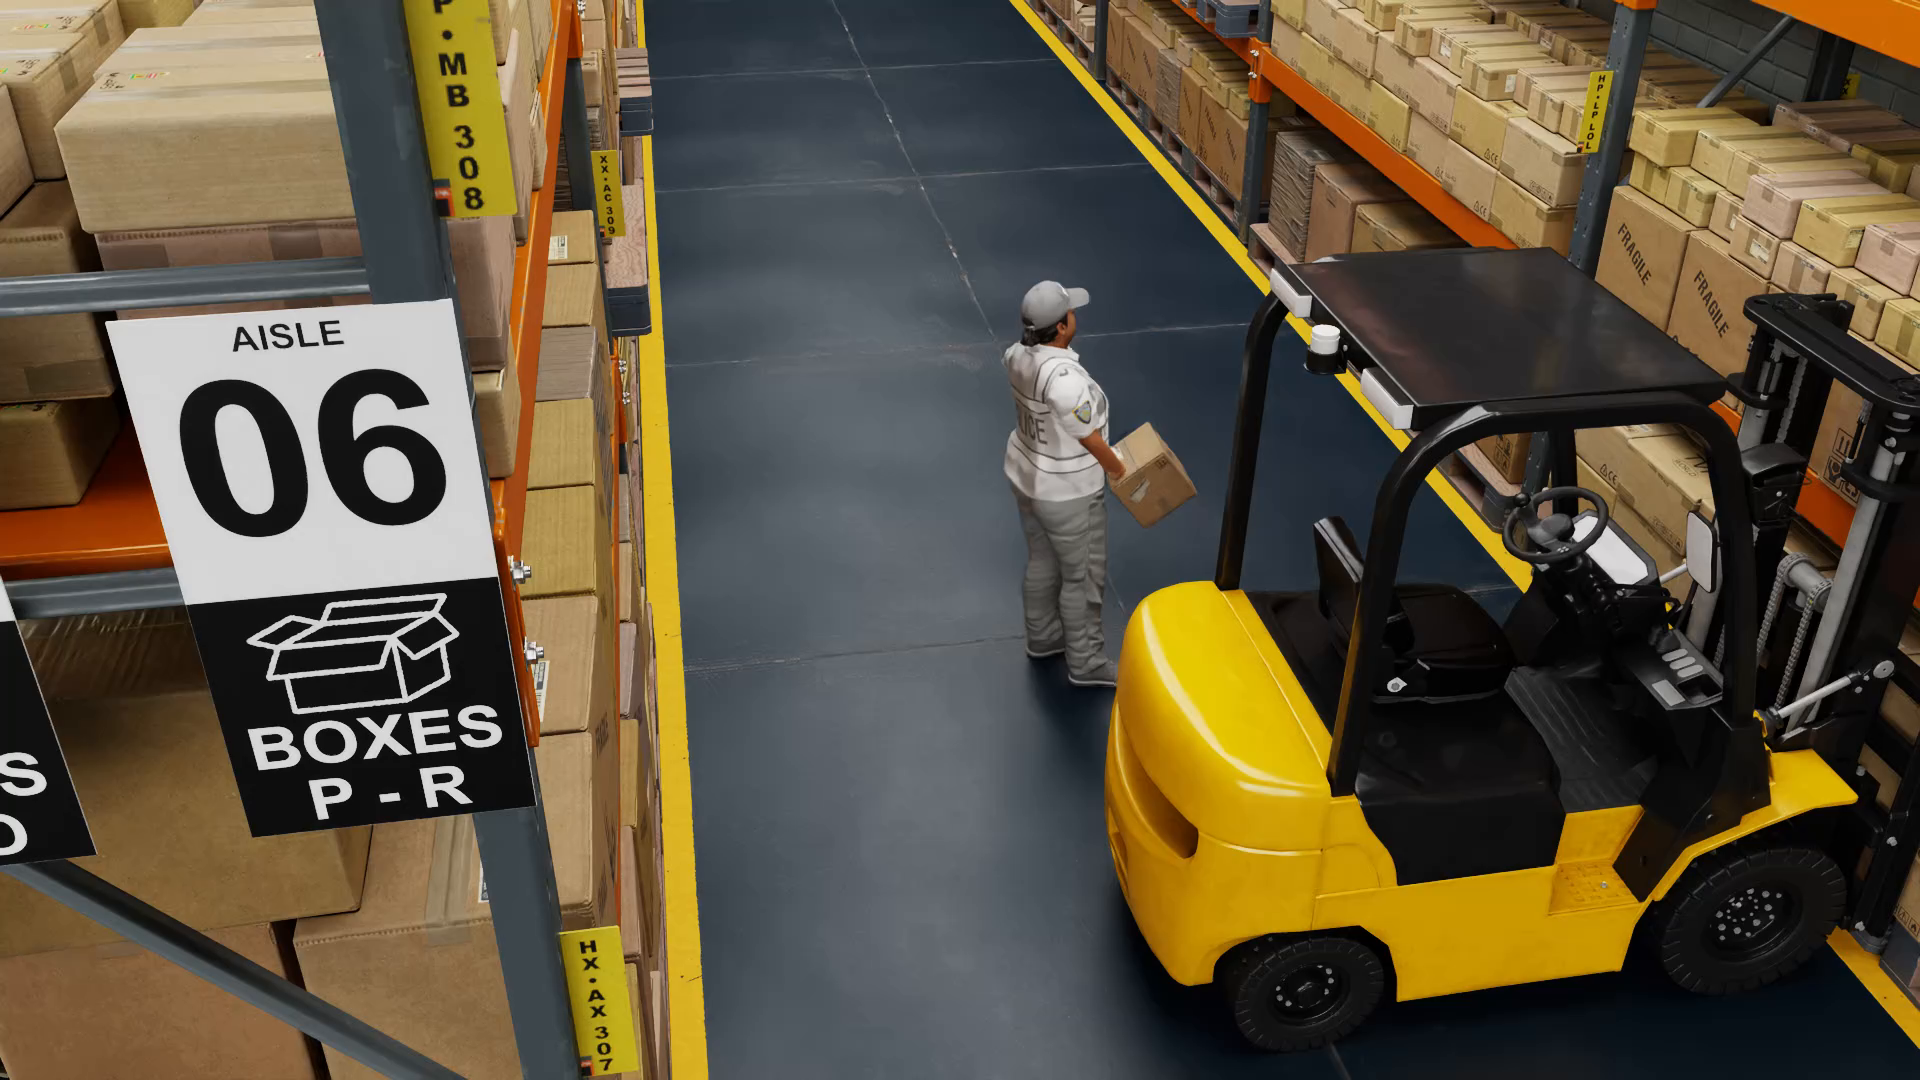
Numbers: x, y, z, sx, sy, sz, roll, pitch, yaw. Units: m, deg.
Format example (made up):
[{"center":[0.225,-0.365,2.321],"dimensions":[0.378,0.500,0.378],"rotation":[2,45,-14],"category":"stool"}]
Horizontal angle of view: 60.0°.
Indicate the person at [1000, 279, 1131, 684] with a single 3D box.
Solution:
[{"center":[0.426,-0.224,6.491],"dimensions":[0.448,1.674,0.550],"rotation":[-18,35,-27],"category":"person"}]
